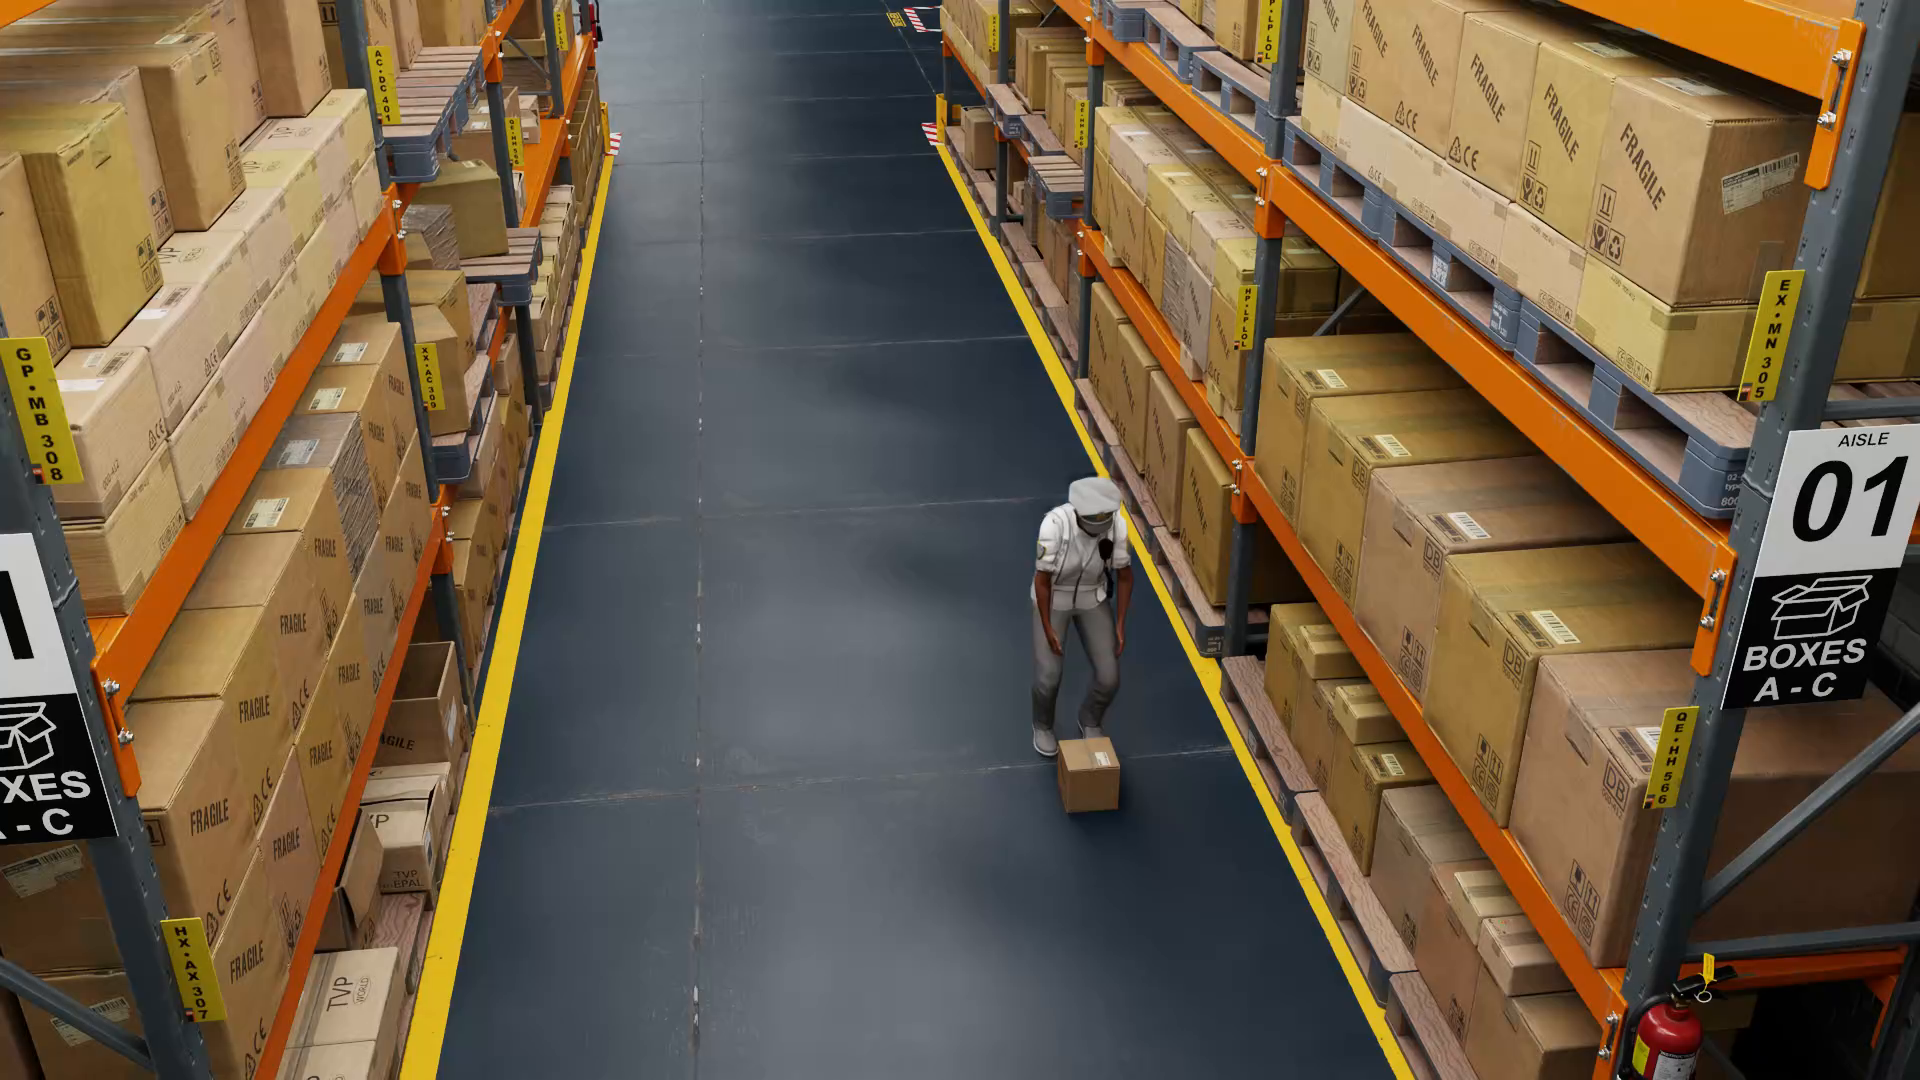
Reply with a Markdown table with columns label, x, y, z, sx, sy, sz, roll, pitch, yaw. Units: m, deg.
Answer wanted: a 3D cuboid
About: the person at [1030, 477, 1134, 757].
| label | x | y | z | sx | sy | sz | roll | pitch | yaw |
| --- | --- | --- | --- | --- | --- | --- | --- | --- | --- |
| person | 0.591 | 0.358 | 8.086 | 0.484 | 1.528 | 0.585 | -3 | 27 | -6 |
